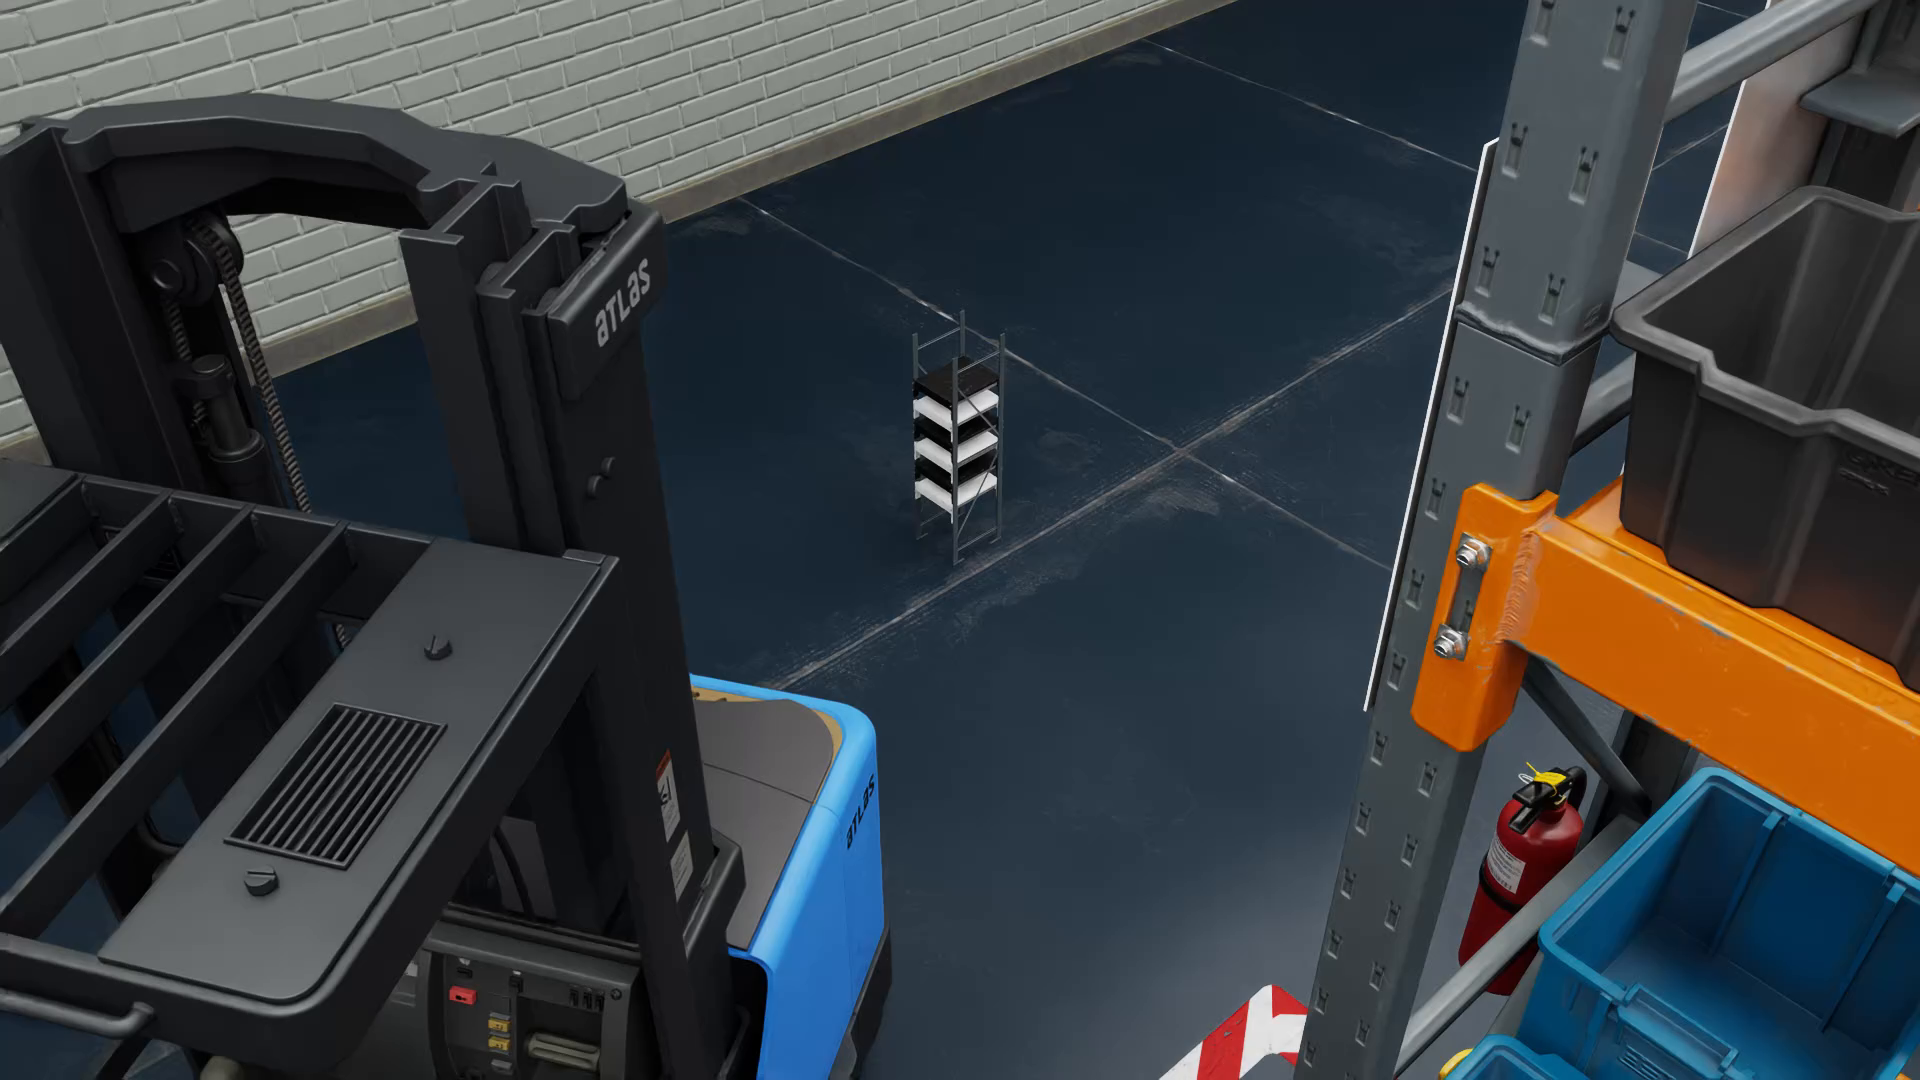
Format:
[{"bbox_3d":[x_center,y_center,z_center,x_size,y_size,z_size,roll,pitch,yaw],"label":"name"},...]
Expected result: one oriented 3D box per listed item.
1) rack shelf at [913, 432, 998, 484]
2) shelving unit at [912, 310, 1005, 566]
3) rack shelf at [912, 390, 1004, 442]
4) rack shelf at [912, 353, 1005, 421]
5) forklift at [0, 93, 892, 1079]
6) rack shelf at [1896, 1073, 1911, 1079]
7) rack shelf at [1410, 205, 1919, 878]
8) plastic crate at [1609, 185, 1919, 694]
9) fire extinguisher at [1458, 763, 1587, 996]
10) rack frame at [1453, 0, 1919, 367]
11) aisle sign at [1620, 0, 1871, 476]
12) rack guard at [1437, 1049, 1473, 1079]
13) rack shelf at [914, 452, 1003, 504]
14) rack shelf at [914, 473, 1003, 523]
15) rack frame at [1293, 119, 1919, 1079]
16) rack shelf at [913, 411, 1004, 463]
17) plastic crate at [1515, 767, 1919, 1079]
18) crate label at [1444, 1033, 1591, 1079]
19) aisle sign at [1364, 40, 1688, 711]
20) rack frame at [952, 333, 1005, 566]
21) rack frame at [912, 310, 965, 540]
[{"bbox_3d":[-0.005,-0.328,5.993,0.258,0.077,0.200,-30,48,-32],"label":"rack shelf"},{"bbox_3d":[-0.005,-0.354,5.972,0.258,0.900,0.210,-30,48,-32],"label":"shelving unit"},{"bbox_3d":[-0.005,-0.468,5.880,0.258,0.077,0.200,-30,48,-32],"label":"rack shelf"},{"bbox_3d":[-0.005,-0.538,5.823,0.258,0.077,0.200,-30,48,-32],"label":"rack shelf"},{"bbox_3d":[-1.064,0.919,2.779,1.130,2.935,3.031,10,40,12],"label":"forklift"},{"bbox_3d":[2.288,1.955,2.015,1.077,0.370,4.000,-30,48,-32],"label":"rack shelf"},{"bbox_3d":[2.288,0.788,1.073,1.077,0.370,4.000,-30,48,-32],"label":"rack shelf"},{"bbox_3d":[0.990,-0.070,1.666,0.497,0.269,0.590,-30,48,-32],"label":"plastic crate"},{"bbox_3d":[1.168,0.661,3.402,0.296,0.674,0.183,-30,48,-32],"label":"fire extinguisher"},{"bbox_3d":[0.935,-1.585,1.050,1.000,3.000,0.127,-30,48,-32],"label":"rack frame"},{"bbox_3d":[1.102,-0.420,2.314,0.394,0.787,0.004,-30,48,-32],"label":"aisle sign"},{"bbox_3d":[0.909,1.716,3.727,1.175,0.500,0.348,-30,48,-32],"label":"rack guard"},{"bbox_3d":[-0.005,-0.258,6.049,0.258,0.077,0.200,-30,48,-32],"label":"rack shelf"},{"bbox_3d":[-0.005,-0.188,6.106,0.258,0.077,0.200,-30,48,-32],"label":"rack shelf"},{"bbox_3d":[0.935,0.749,2.935,1.000,3.000,0.127,-30,48,-32],"label":"rack frame"},{"bbox_3d":[-0.005,-0.398,5.936,0.258,0.077,0.200,-30,48,-32],"label":"rack shelf"},{"bbox_3d":[1.299,0.788,2.811,0.616,0.435,0.499,-30,48,-32],"label":"plastic crate"},{"bbox_3d":[0.859,1.045,2.654,0.416,0.233,0.303,-30,48,-32],"label":"crate label"},{"bbox_3d":[0.668,-0.169,2.003,0.394,0.787,0.004,-30,48,-32],"label":"aisle sign"},{"bbox_3d":[0.063,-0.307,5.914,0.240,0.900,0.006,-30,48,-32],"label":"rack frame"},{"bbox_3d":[-0.074,-0.401,6.030,0.240,0.900,0.006,-30,48,-32],"label":"rack frame"}]
